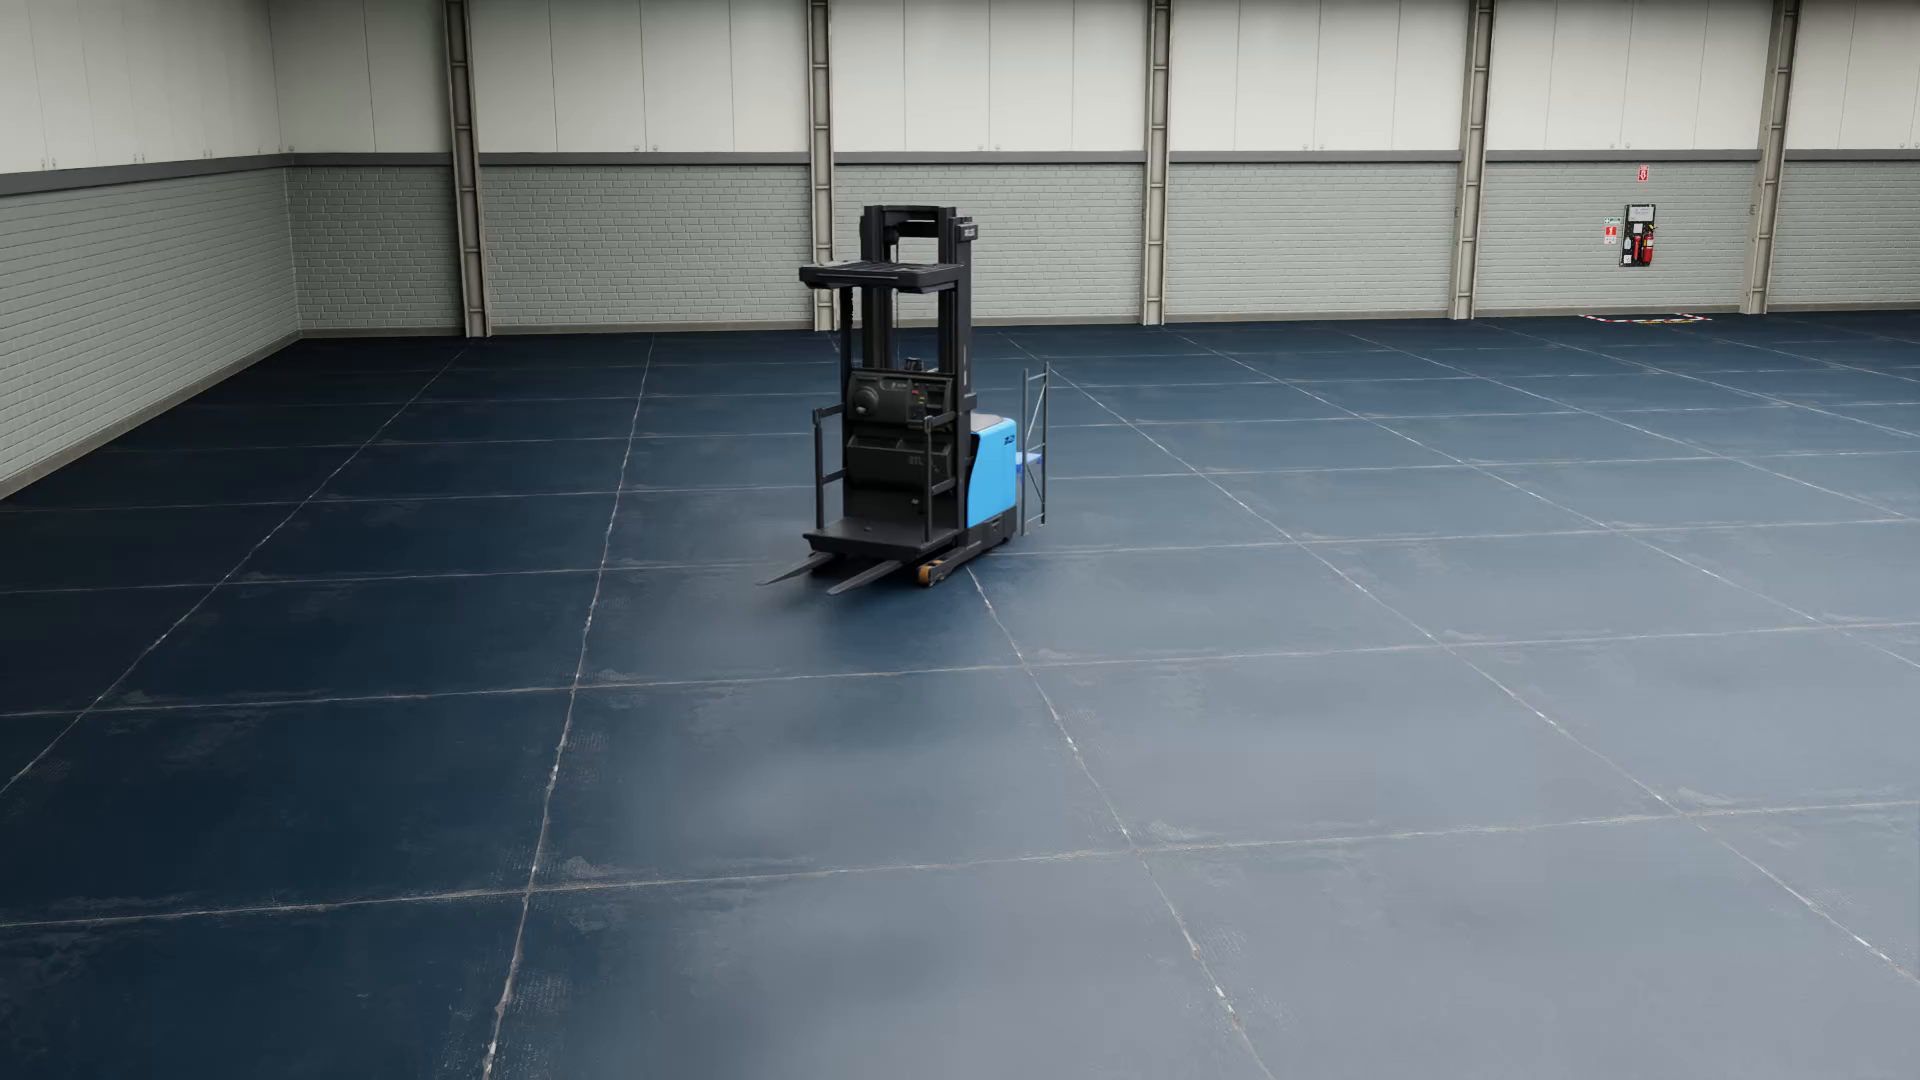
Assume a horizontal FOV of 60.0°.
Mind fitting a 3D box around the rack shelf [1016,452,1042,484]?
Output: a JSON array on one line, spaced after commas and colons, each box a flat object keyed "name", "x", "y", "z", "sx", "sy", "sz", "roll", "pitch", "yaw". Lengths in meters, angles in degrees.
[{"name": "rack shelf", "x": 0.214, "y": -0.698, "z": 15.161, "sx": 1.000, "sy": 0.185, "sz": 0.538, "roll": 7, "pitch": 16, "yaw": 25}]

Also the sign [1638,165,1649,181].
[{"name": "sign", "x": 12.918, "y": -6.932, "z": 31.430, "sx": 0.199, "sy": 0.298, "sz": 0.001, "roll": -2, "pitch": 14, "yaw": -8}]

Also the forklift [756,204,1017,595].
[{"name": "forklift", "x": -0.585, "y": -1.174, "z": 13.378, "sx": 1.130, "sy": 2.935, "sz": 3.031, "roll": 7, "pitch": 16, "yaw": 25}]

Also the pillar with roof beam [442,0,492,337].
[{"name": "pillar with roof beam", "x": -7.701, "y": -6.869, "z": 23.611, "sx": 0.400, "sy": 9.000, "sz": 9.100, "roll": -2, "pitch": 14, "yaw": -8}]

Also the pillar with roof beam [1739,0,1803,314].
[{"name": "pillar with roof beam", "x": 16.031, "y": -7.738, "z": 27.079, "sx": 0.400, "sy": 9.000, "sz": 9.100, "roll": -2, "pitch": 14, "yaw": -8}]

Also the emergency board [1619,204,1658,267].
[{"name": "emergency board", "x": 12.941, "y": -5.784, "z": 31.617, "sx": 0.643, "sy": 1.169, "sz": 0.194, "roll": -2, "pitch": 14, "yaw": -8}]

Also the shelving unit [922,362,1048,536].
[{"name": "shelving unit", "x": 0.214, "y": -0.872, "z": 15.117, "sx": 1.048, "sy": 1.500, "sz": 0.538, "roll": 7, "pitch": 16, "yaw": 25}]

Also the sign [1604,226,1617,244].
[{"name": "sign", "x": 12.378, "y": -5.806, "z": 31.632, "sx": 0.234, "sy": 0.329, "sz": 0.001, "roll": -2, "pitch": 14, "yaw": -8}]

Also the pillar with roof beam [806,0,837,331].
[{"name": "pillar with roof beam", "x": -1.768, "y": -7.086, "z": 24.478, "sx": 0.400, "sy": 9.000, "sz": 9.100, "roll": -2, "pitch": 14, "yaw": -8}]

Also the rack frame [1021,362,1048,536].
[{"name": "rack frame", "x": 0.671, "y": -0.818, "z": 14.900, "sx": 0.032, "sy": 1.500, "sz": 0.500, "roll": 7, "pitch": 16, "yaw": 25}]

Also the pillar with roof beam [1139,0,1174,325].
[{"name": "pillar with roof beam", "x": 4.165, "y": -7.303, "z": 25.345, "sx": 0.400, "sy": 9.000, "sz": 9.100, "roll": -2, "pitch": 14, "yaw": -8}]

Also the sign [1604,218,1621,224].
[{"name": "sign", "x": 12.384, "y": -6.061, "z": 31.560, "sx": 0.331, "sy": 0.109, "sz": 0.001, "roll": -2, "pitch": 14, "yaw": -8}]

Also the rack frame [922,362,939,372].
[{"name": "rack frame", "x": -0.243, "y": -0.927, "z": 15.333, "sx": 0.032, "sy": 1.500, "sz": 0.500, "roll": 7, "pitch": 16, "yaw": 25}]

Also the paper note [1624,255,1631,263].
[{"name": "paper note", "x": 12.755, "y": -5.367, "z": 31.765, "sx": 0.142, "sy": 0.148, "sz": 0.016, "roll": -2, "pitch": 14, "yaw": -8}]

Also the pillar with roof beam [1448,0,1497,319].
[{"name": "pillar with roof beam", "x": 10.098, "y": -7.521, "z": 26.212, "sx": 0.400, "sy": 9.000, "sz": 9.100, "roll": -2, "pitch": 14, "yaw": -8}]
